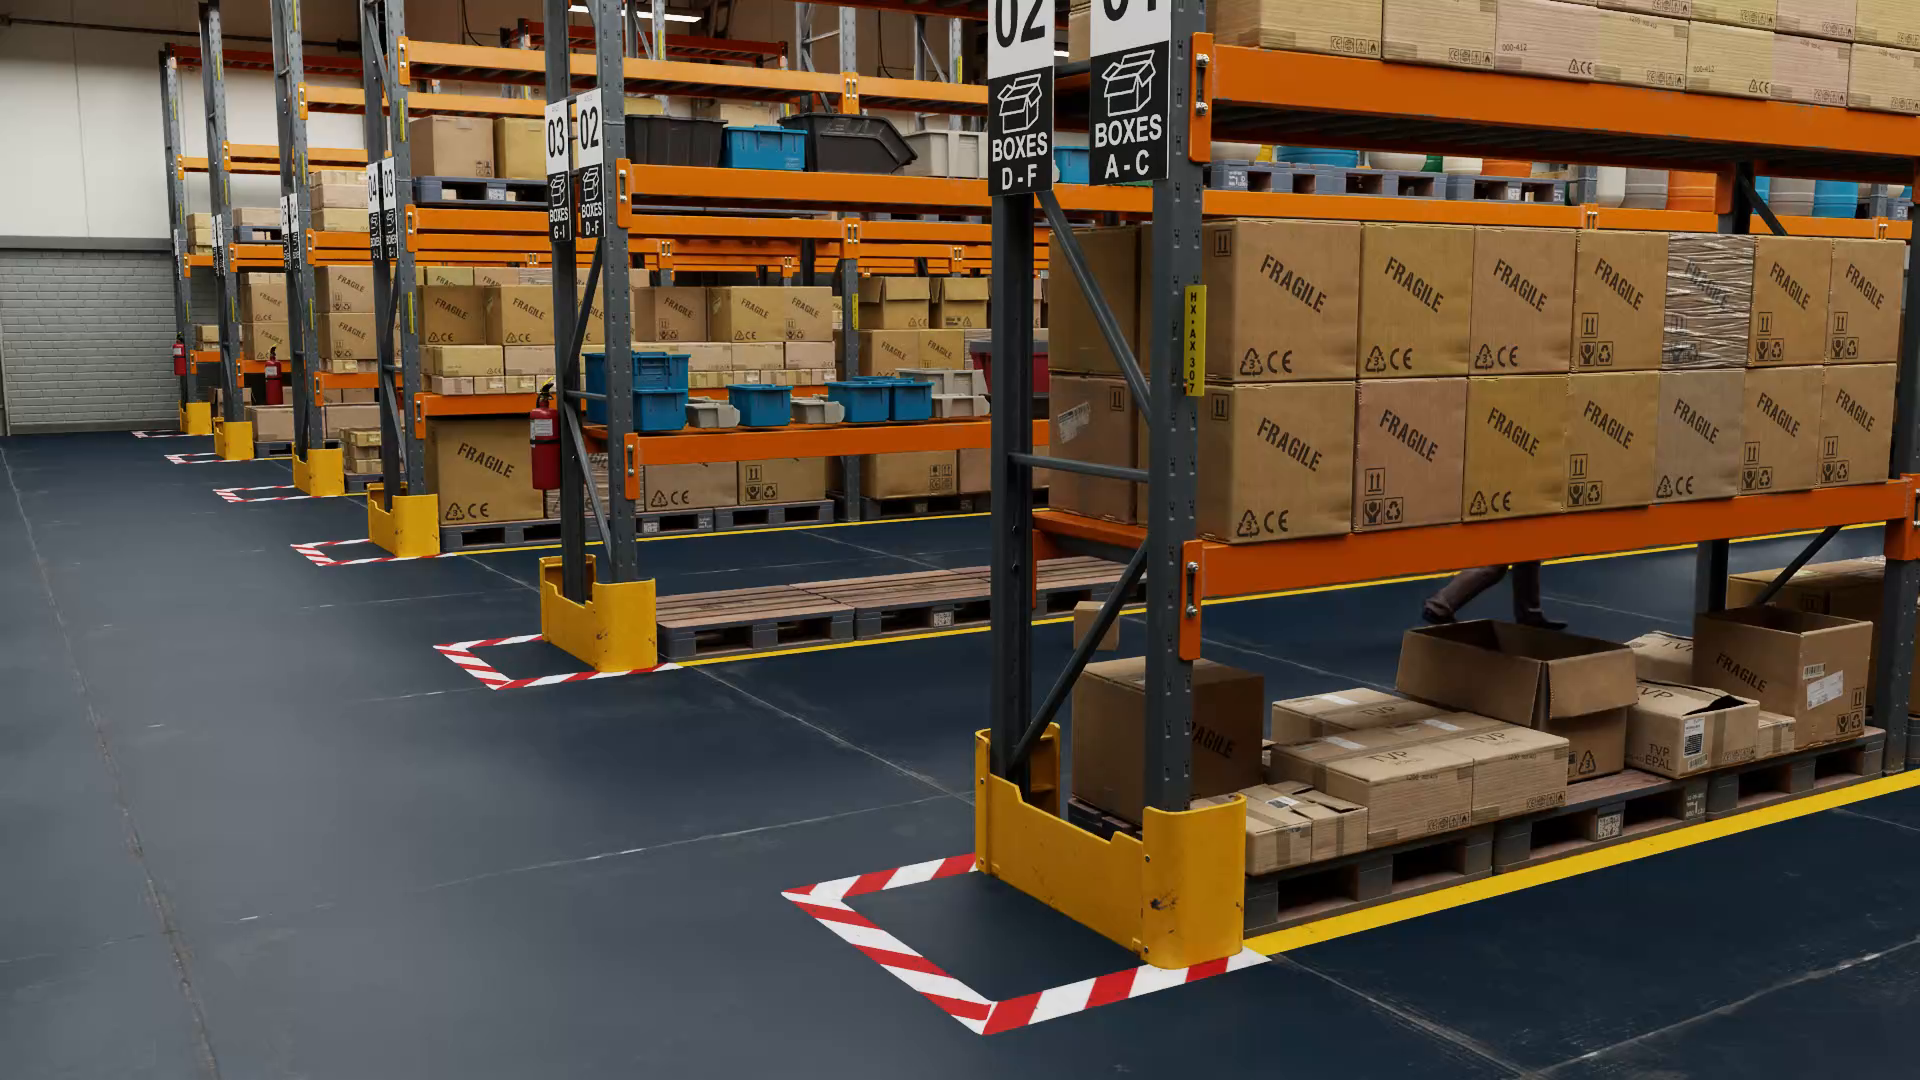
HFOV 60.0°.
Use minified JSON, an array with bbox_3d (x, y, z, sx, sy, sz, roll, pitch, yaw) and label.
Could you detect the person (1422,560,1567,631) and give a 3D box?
[{"bbox_3d":[3.275,-0.225,10.041,1.006,1.677,0.528,-1,8,-7],"label":"person"}]
